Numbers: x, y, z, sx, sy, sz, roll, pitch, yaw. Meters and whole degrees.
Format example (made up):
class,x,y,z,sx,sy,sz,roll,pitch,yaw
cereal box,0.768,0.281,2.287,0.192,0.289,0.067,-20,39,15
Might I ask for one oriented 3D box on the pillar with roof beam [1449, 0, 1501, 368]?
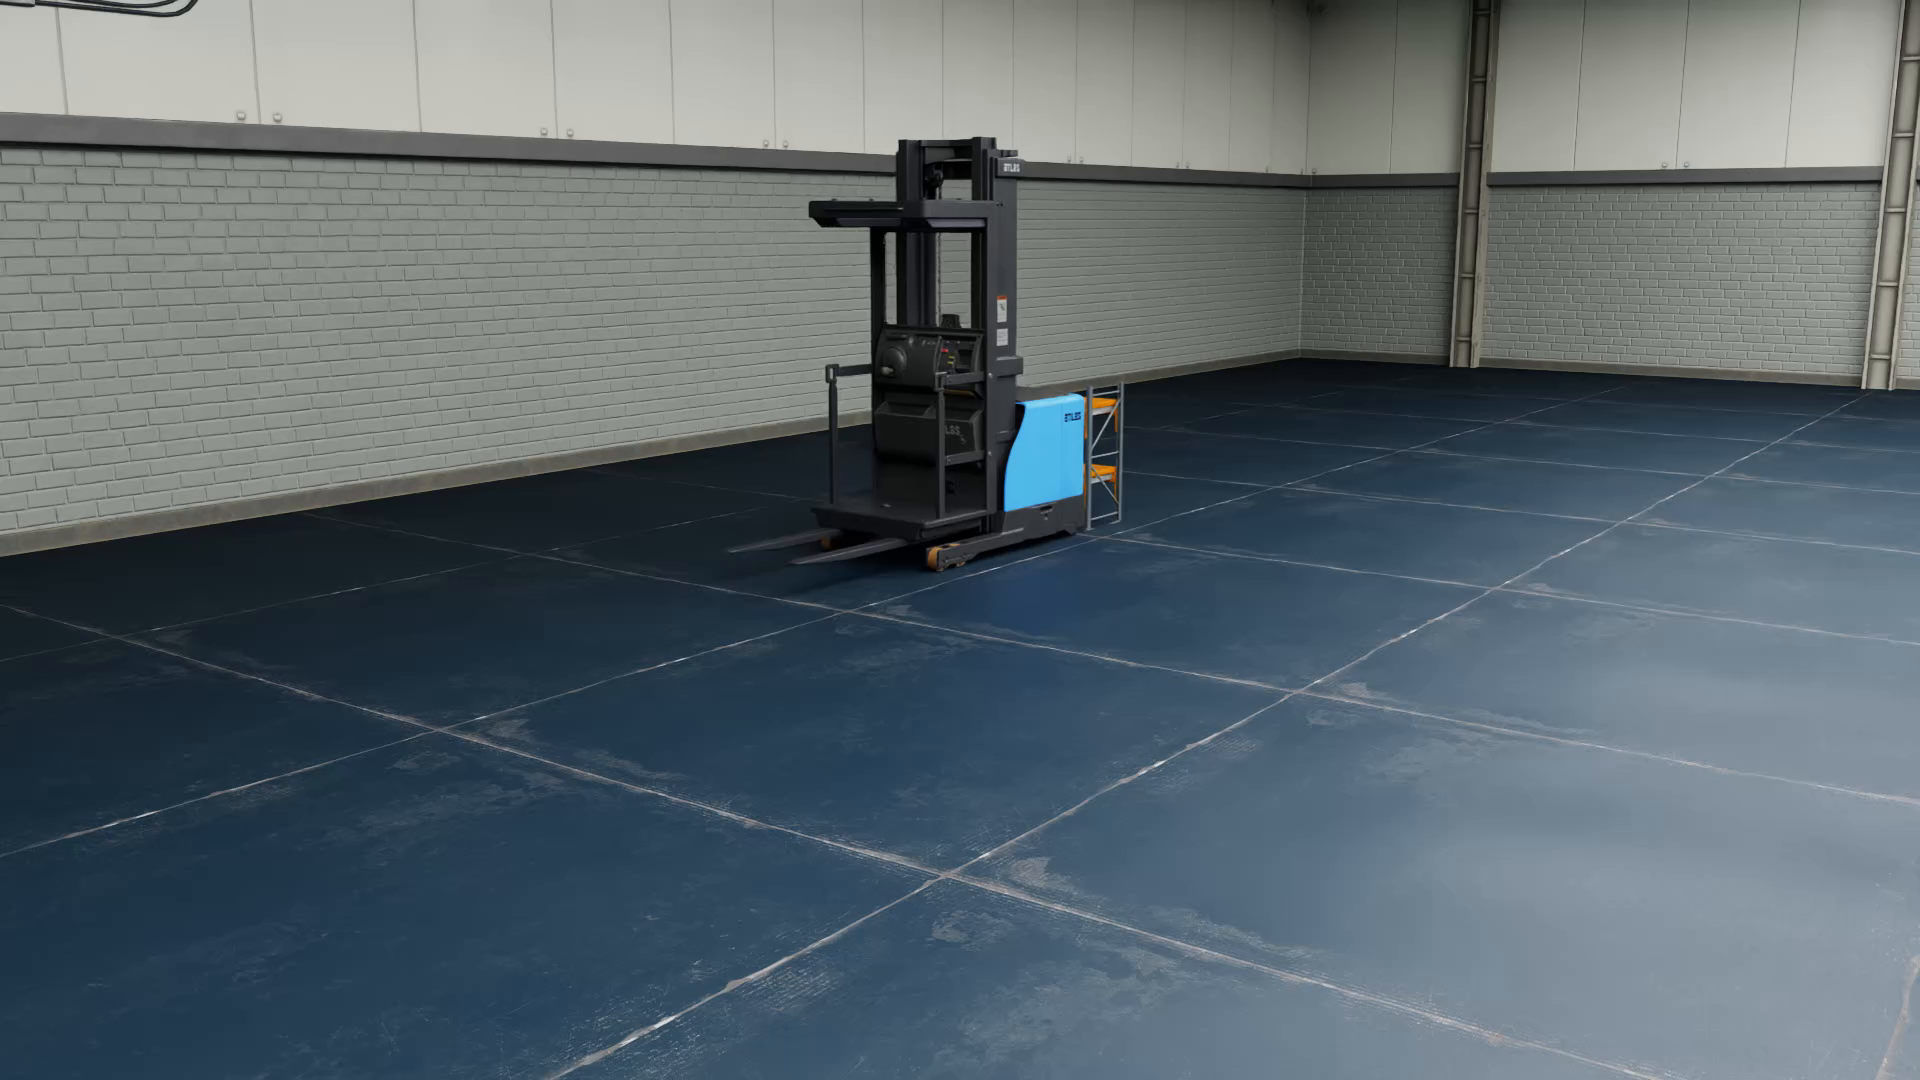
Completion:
class,x,y,z,sx,sy,sz,roll,pitch,yaw
pillar with roof beam,5.693,-6.592,22.910,0.400,9.000,9.100,8,13,36

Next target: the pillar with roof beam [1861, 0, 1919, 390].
class,x,y,z,sx,sy,sz,roll,pitch,yaw
pillar with roof beam,10.529,-5.917,19.424,0.400,9.000,9.100,8,13,36

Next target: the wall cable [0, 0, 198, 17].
class,x,y,z,sx,sy,sz,roll,pitch,yaw
wall cable,-6.363,-6.083,11.329,0.169,6.003,2.305,8,13,36

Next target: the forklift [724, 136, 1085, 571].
class,x,y,z,sx,sy,sz,roll,pitch,yaw
forklift,-0.357,-1.332,11.698,1.130,2.935,3.031,9,14,38

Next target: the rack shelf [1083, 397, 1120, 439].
class,x,y,z,sx,sy,sz,roll,pitch,yaw
rack shelf,0.720,-1.008,13.239,1.000,0.278,0.538,8,14,36

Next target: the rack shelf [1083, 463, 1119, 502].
class,x,y,z,sx,sy,sz,roll,pitch,yaw
rack shelf,0.720,-0.481,13.341,1.000,0.278,0.538,8,14,36

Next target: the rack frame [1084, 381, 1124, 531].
class,x,y,z,sx,sy,sz,roll,pitch,yaw
rack frame,1.127,-0.663,12.996,0.032,1.125,0.500,8,14,36

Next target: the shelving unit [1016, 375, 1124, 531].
class,x,y,z,sx,sy,sz,roll,pitch,yaw
shelving unit,0.720,-0.721,13.294,1.048,1.125,0.538,8,14,36
